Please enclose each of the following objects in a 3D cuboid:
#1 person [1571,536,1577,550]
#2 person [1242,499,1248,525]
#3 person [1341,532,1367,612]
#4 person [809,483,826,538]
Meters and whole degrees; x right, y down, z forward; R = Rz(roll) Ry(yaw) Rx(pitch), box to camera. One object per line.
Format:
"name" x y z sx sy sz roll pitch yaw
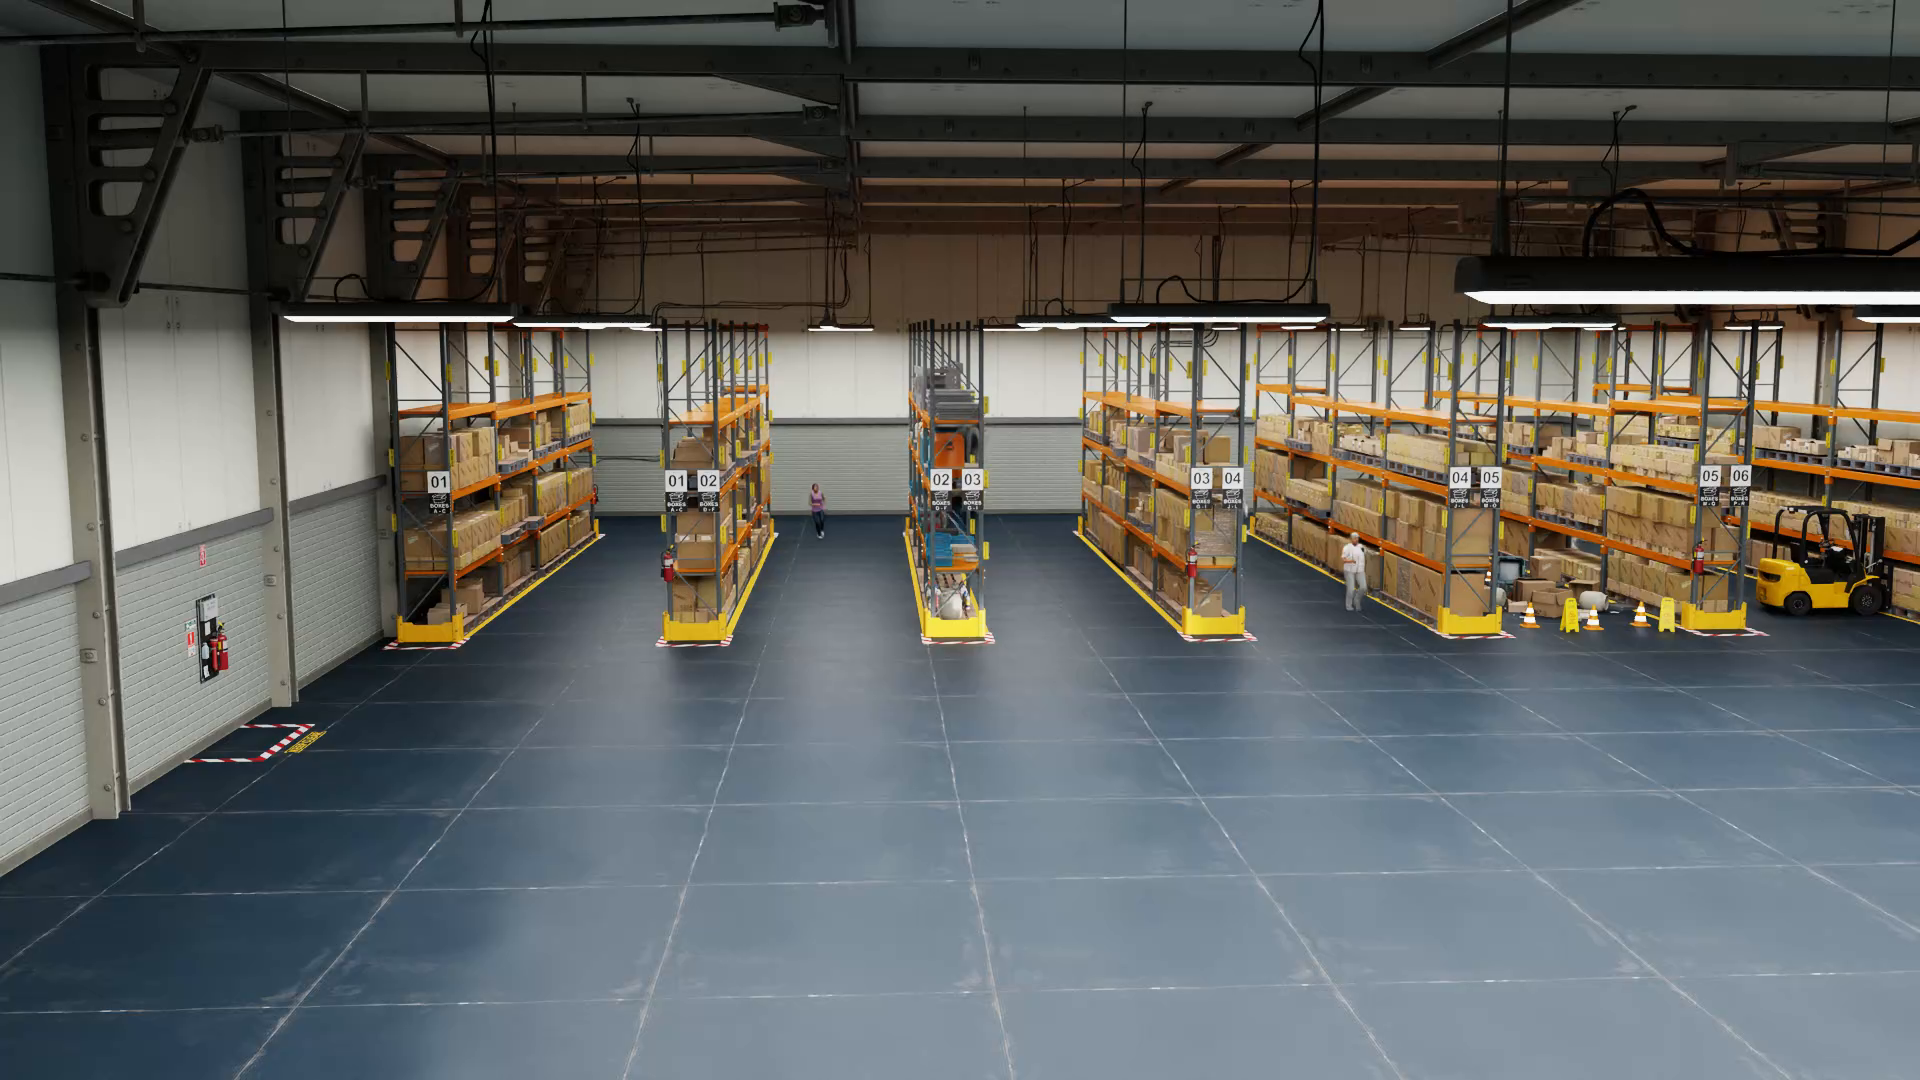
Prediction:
"person" 15.673 -0.428 42.634 0.654 1.781 0.698 -1 7 -9
"person" 7.401 -0.589 44.463 0.644 1.696 0.728 -1 7 -5
"person" 8.178 0.672 34.365 0.587 1.660 0.610 -1 7 -7
"person" -3.998 -0.816 46.633 0.491 1.552 0.561 -1 7 -7
